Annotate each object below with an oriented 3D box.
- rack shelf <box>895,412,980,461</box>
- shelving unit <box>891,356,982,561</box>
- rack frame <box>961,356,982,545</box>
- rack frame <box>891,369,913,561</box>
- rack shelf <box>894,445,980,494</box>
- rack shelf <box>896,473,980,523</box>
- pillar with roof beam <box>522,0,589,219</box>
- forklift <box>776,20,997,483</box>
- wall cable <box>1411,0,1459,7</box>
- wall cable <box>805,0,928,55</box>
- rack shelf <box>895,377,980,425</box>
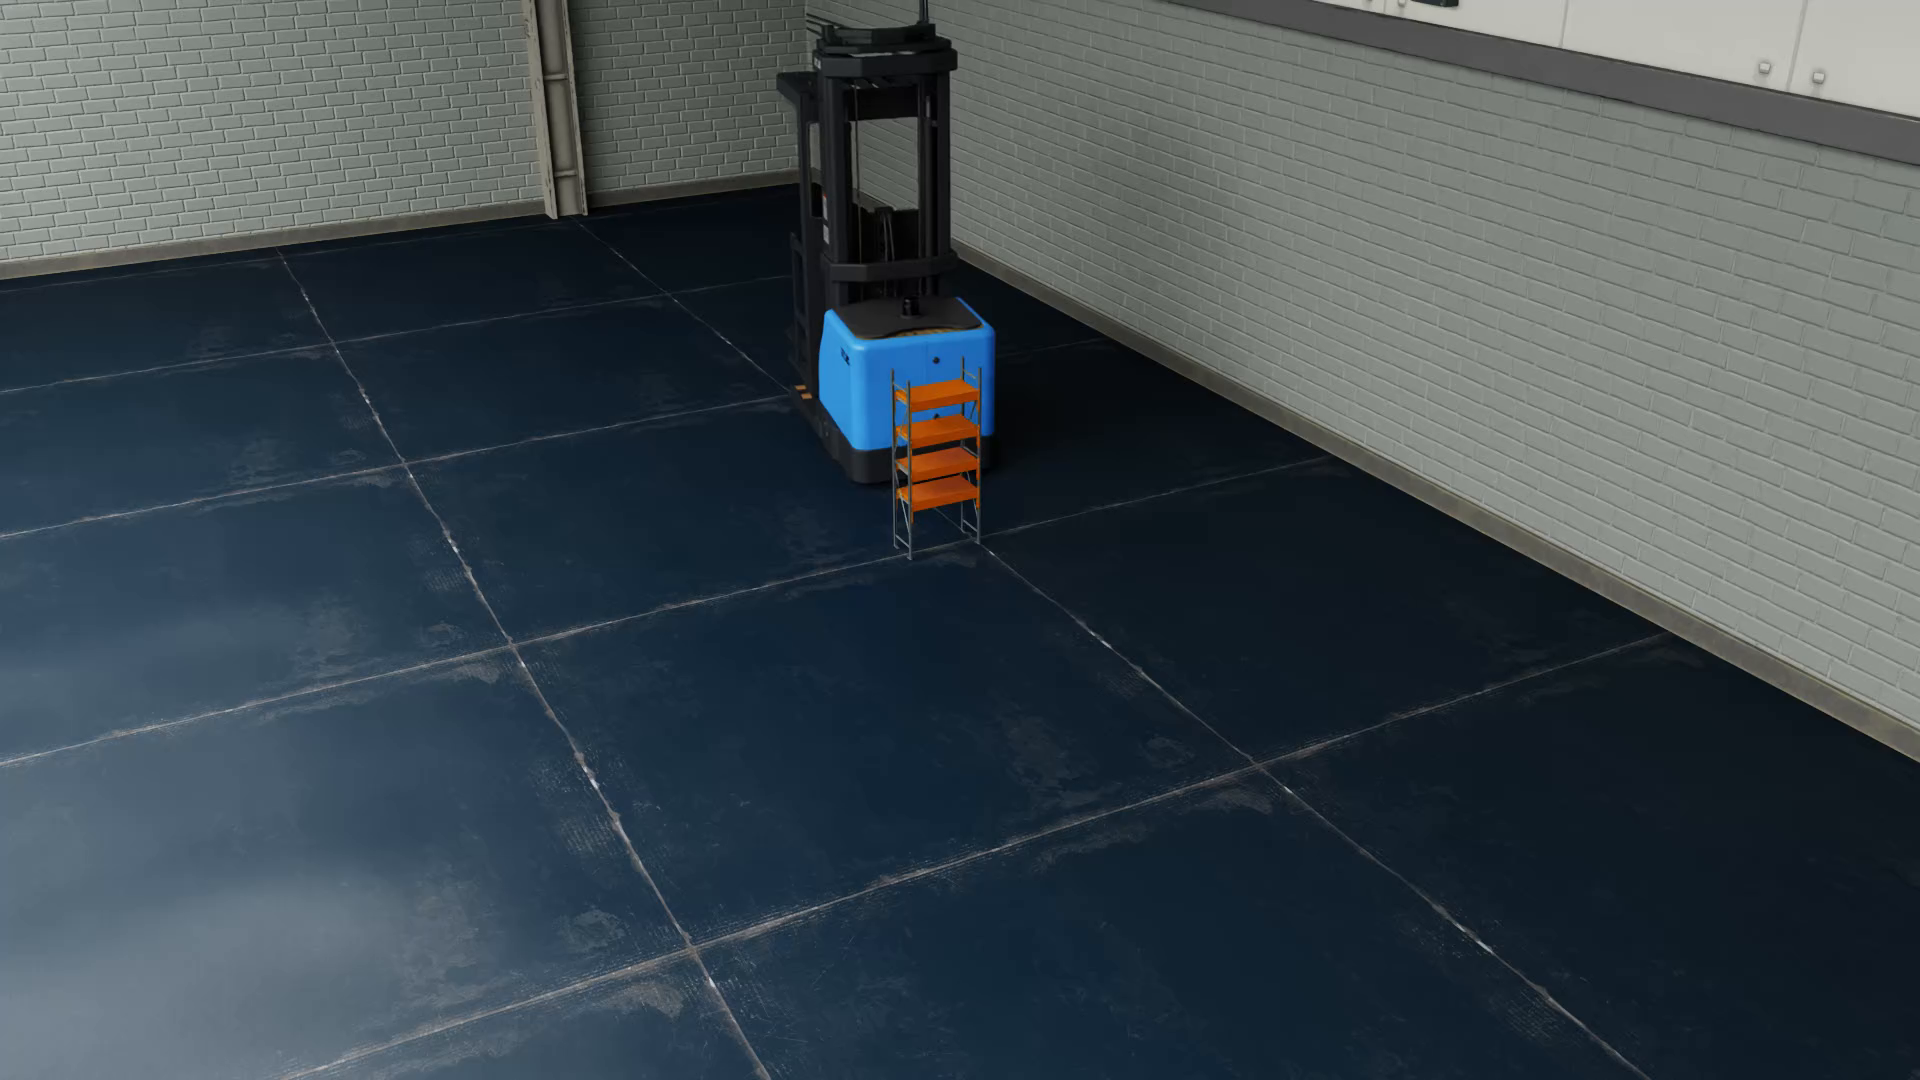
[{"bbox_3d":[-0.146,-0.648,10.352,0.480,0.148,0.258,-13,29,-25],"label":"rack shelf"},{"bbox_3d":[-0.146,-0.507,10.420,0.503,1.200,0.258,-13,29,-25],"label":"shelving unit"},{"bbox_3d":[0.069,-0.557,10.524,0.015,1.200,0.240,-13,29,-25],"label":"rack frame"},{"bbox_3d":[-0.361,-0.457,10.317,0.015,1.200,0.240,-13,29,-25],"label":"rack frame"},{"bbox_3d":[-0.146,-0.447,10.449,0.480,0.148,0.258,-13,29,-25],"label":"rack shelf"},{"bbox_3d":[-0.146,-0.268,10.535,0.480,0.148,0.258,-13,29,-25],"label":"rack shelf"},{"bbox_3d":[-2.273,-5.980,12.809,0.400,9.000,9.100,-13,29,-25],"label":"pillar with roof beam"},{"bbox_3d":[-0.679,-2.324,12.204,1.130,2.935,3.031,-8,27,-16],"label":"forklift"},{"bbox_3d":[3.376,-5.624,8.137,0.169,6.003,2.305,-13,29,-25],"label":"wall cable"},{"bbox_3d":[-1.077,-6.320,17.104,0.112,2.526,3.097,-13,29,-25],"label":"wall cable"},{"bbox_3d":[-0.146,-0.861,10.250,0.480,0.148,0.258,-13,29,-25],"label":"rack shelf"}]
